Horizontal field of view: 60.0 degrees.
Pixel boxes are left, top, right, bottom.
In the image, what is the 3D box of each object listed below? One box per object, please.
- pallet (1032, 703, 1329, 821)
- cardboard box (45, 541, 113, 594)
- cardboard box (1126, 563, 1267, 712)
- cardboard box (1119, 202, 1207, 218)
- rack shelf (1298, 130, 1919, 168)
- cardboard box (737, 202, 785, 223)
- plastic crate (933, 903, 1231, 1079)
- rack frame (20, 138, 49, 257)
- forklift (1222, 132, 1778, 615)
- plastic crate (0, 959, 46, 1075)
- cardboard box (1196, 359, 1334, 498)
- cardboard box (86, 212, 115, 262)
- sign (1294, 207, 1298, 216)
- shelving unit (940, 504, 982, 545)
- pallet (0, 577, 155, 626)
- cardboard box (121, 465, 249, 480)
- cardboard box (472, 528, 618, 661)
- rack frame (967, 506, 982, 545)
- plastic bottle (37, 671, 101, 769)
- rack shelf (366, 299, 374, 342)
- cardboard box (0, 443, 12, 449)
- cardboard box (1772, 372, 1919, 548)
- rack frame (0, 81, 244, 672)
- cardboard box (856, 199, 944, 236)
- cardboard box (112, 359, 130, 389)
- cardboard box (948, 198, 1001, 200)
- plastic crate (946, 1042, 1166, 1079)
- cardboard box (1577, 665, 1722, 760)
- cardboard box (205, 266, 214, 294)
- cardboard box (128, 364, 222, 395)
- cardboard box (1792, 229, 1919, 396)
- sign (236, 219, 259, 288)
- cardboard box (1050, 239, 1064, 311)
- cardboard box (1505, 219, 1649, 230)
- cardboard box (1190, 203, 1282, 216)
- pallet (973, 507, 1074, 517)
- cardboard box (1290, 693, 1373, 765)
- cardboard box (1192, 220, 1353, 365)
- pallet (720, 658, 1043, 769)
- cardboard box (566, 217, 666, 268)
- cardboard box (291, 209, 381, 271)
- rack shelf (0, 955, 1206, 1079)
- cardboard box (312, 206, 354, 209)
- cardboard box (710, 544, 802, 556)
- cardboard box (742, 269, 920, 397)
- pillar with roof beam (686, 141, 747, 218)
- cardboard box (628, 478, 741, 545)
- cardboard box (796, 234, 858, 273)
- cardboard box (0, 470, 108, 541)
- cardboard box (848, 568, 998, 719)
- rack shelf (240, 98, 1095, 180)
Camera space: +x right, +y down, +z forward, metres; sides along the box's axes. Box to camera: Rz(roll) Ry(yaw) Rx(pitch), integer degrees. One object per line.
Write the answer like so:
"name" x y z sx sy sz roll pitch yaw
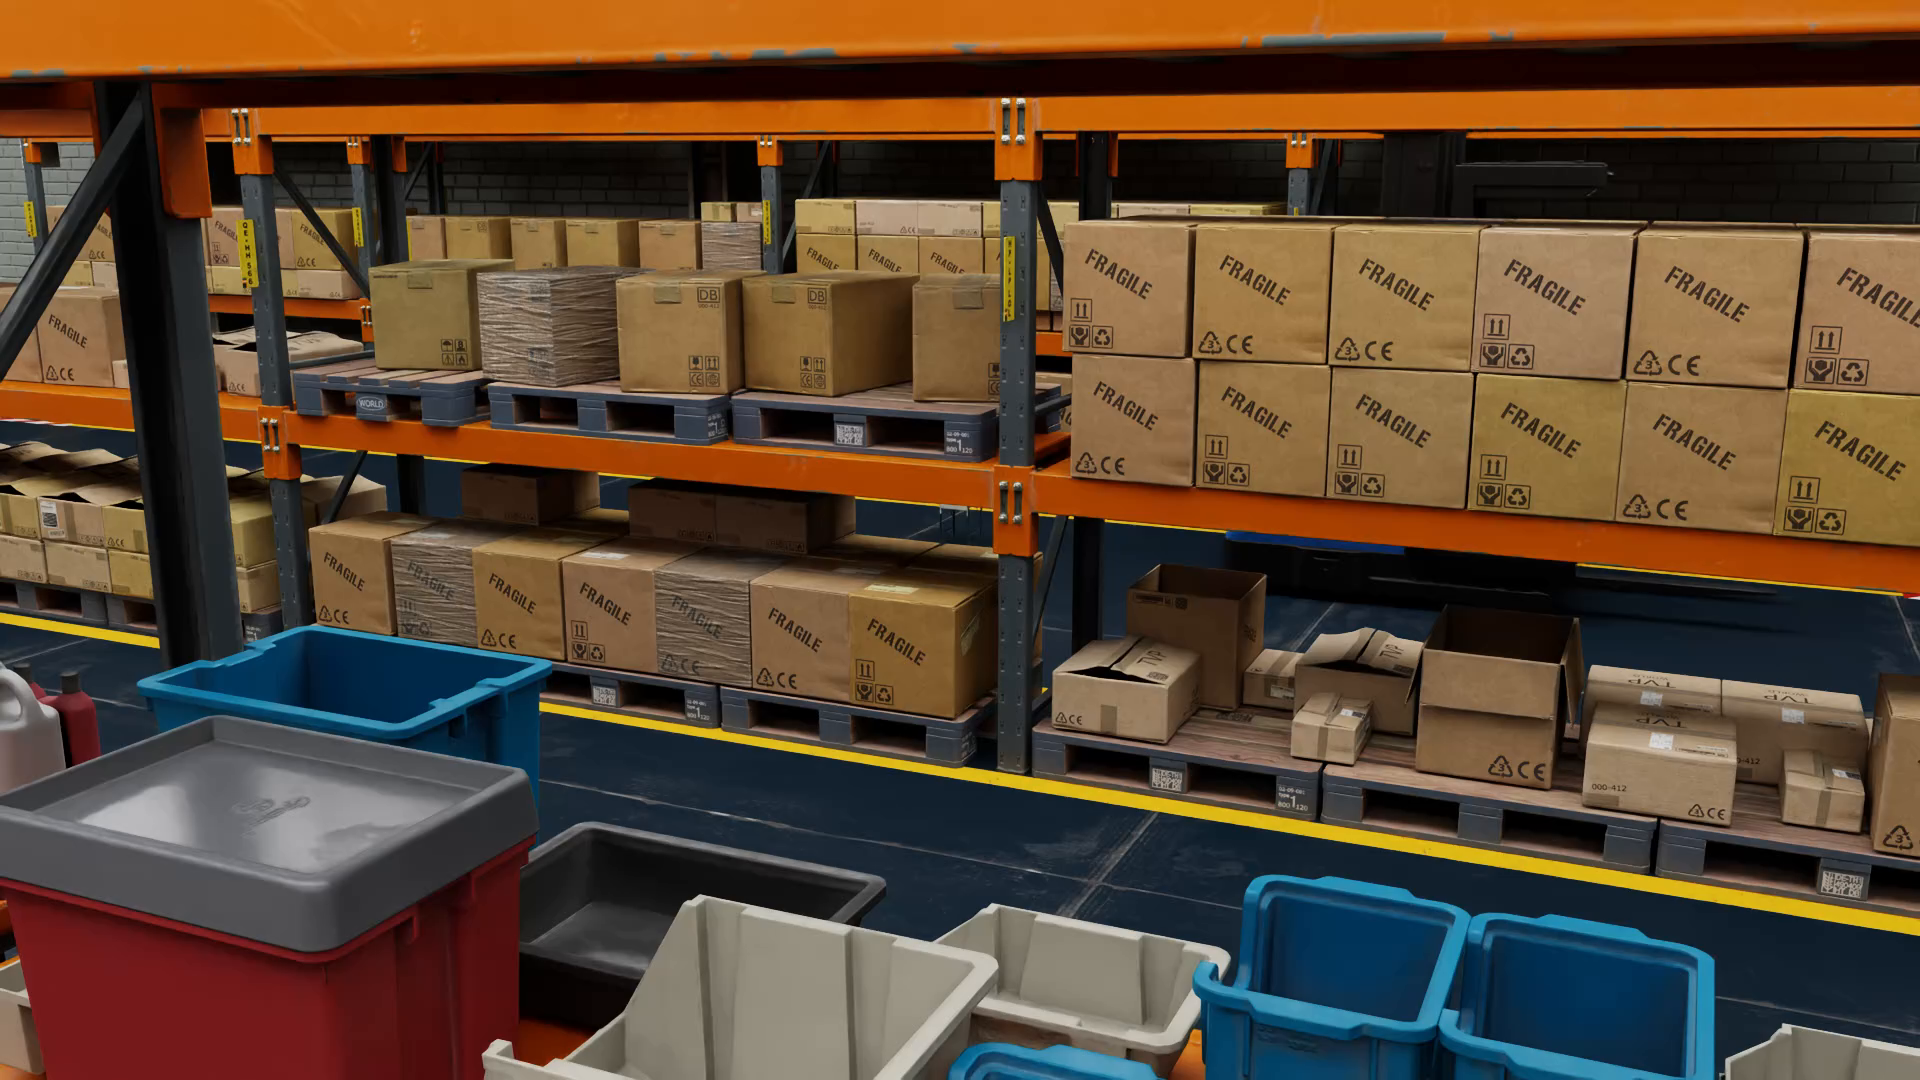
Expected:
"pallet" 1.042 0.847 7.185 1.213 0.211 1.003 6 14 23
"cardboard box" -4.754 0.098 9.373 0.500 0.250 0.500 6 15 25
"cardboard box" 1.050 0.422 7.401 0.500 0.500 0.500 6 14 23
"cardboard box" 1.423 -2.217 11.582 0.500 0.250 0.500 6 15 24
"rack shelf" 4.246 -2.535 10.499 4.000 0.370 1.077 6 14 23
"cardboard box" -1.567 -2.584 13.099 0.250 0.149 0.380 4 14 16
"plastic crate" 0.119 0.657 2.334 0.466 0.136 0.293 6 14 23
"rack frame" -8.554 -2.720 16.280 0.127 3.000 1.000 6 14 23
"forklift" 3.150 -1.114 9.585 3.031 2.935 1.130 5 14 20
"plastic crate" -1.228 0.632 2.443 0.243 0.136 0.396 6 14 23
"cardboard box" 1.240 -0.473 6.484 0.500 0.500 0.500 6 15 24
"cardboard box" -7.792 -2.867 15.550 0.500 0.500 0.500 6 14 23
"sign" 2.207 -2.021 10.938 0.005 0.325 0.100 6 14 23
"shelving unit" 0.007 -0.437 11.149 0.210 0.900 0.258 6 14 23
"pallet" -5.091 0.215 9.875 1.213 0.211 1.003 6 14 23
"cardboard box" -4.552 -0.288 9.788 0.500 0.311 0.500 5 14 22
"cardboard box" -2.005 0.255 8.113 0.500 0.500 0.500 6 14 22
"rack frame" 0.100 -0.428 11.109 0.006 0.900 0.240 6 14 23
"plastic bottle" -1.758 0.393 3.268 0.133 0.283 0.061 6 14 23
"rack shelf" -3.068 -1.815 13.997 4.000 0.370 1.077 6 14 23
"cardboard box" -6.414 -0.476 10.590 0.500 0.311 0.500 6 14 23
"cardboard box" 3.076 -0.285 5.685 0.500 0.500 0.500 6 14 24
"rack frame" -1.597 0.460 2.727 0.053 2.616 0.949 6 14 23
"cardboard box" -0.437 -2.403 12.373 0.500 0.250 0.500 6 14 22
"cardboard box" -4.432 -0.929 9.196 0.250 0.149 0.380 7 15 27
"cardboard box" 0.220 -2.463 12.632 0.500 0.250 0.500 5 14 22
"plastic crate" 0.080 0.746 1.747 0.300 0.233 0.416 6 14 23
"cardboard box" 2.775 0.718 6.685 0.500 0.250 0.500 6 14 23
"cardboard box" -6.831 -2.405 15.221 0.500 0.250 0.500 6 14 24
"cardboard box" -4.177 -0.848 8.852 0.250 0.149 0.380 6 14 23
"cardboard box" 3.091 -0.770 5.564 0.500 0.500 0.500 6 15 25
"sign" -3.465 -1.392 8.087 0.005 0.325 0.100 6 14 23
"cardboard box" 0.967 -1.896 11.857 0.500 0.500 0.500 6 14 23
"cardboard box" 2.371 -0.977 6.445 0.500 0.500 0.500 6 14 23
"cardboard box" 1.887 -2.168 11.372 0.500 0.250 0.500 6 15 25
"pallet" 0.562 -0.420 12.584 1.213 0.211 1.003 6 14 23
"cardboard box" 1.506 0.753 6.721 0.250 0.166 0.380 6 14 23
"cardboard box" 1.203 -0.960 6.373 0.500 0.500 0.500 5 14 21
"pallet" -0.345 0.716 7.743 1.213 0.211 1.003 6 14 23
"cardboard box" -2.822 -2.395 13.712 0.500 0.500 0.700 6 14 23
"cardboard box" -5.454 -2.631 14.543 0.500 0.500 0.500 6 14 23
"rack shelf" 0.233 0.995 2.024 4.000 0.370 1.077 6 14 23
"cardboard box" -5.713 -2.787 15.211 0.500 0.500 0.500 6 14 23
"cardboard box" -0.875 0.238 8.185 0.500 0.500 0.500 6 14 24
"cardboard box" -0.582 -0.969 7.679 0.500 0.500 0.700 8 16 32
"pillar with roof beam" -3.822 -4.302 9.891 0.400 9.000 9.100 6 14 23
"cardboard box" -1.302 -0.171 8.287 0.500 0.250 0.500 5 14 22
"cardboard box" -0.899 -2.085 12.659 0.500 0.500 0.500 6 15 25
"cardboard box" -5.217 -0.221 9.505 0.500 0.311 0.500 6 15 25
"cardboard box" -0.153 0.442 7.312 0.500 0.500 0.500 6 14 23
"rack shelf" -1.414 -1.870 7.666 4.000 0.370 1.077 6 14 23
